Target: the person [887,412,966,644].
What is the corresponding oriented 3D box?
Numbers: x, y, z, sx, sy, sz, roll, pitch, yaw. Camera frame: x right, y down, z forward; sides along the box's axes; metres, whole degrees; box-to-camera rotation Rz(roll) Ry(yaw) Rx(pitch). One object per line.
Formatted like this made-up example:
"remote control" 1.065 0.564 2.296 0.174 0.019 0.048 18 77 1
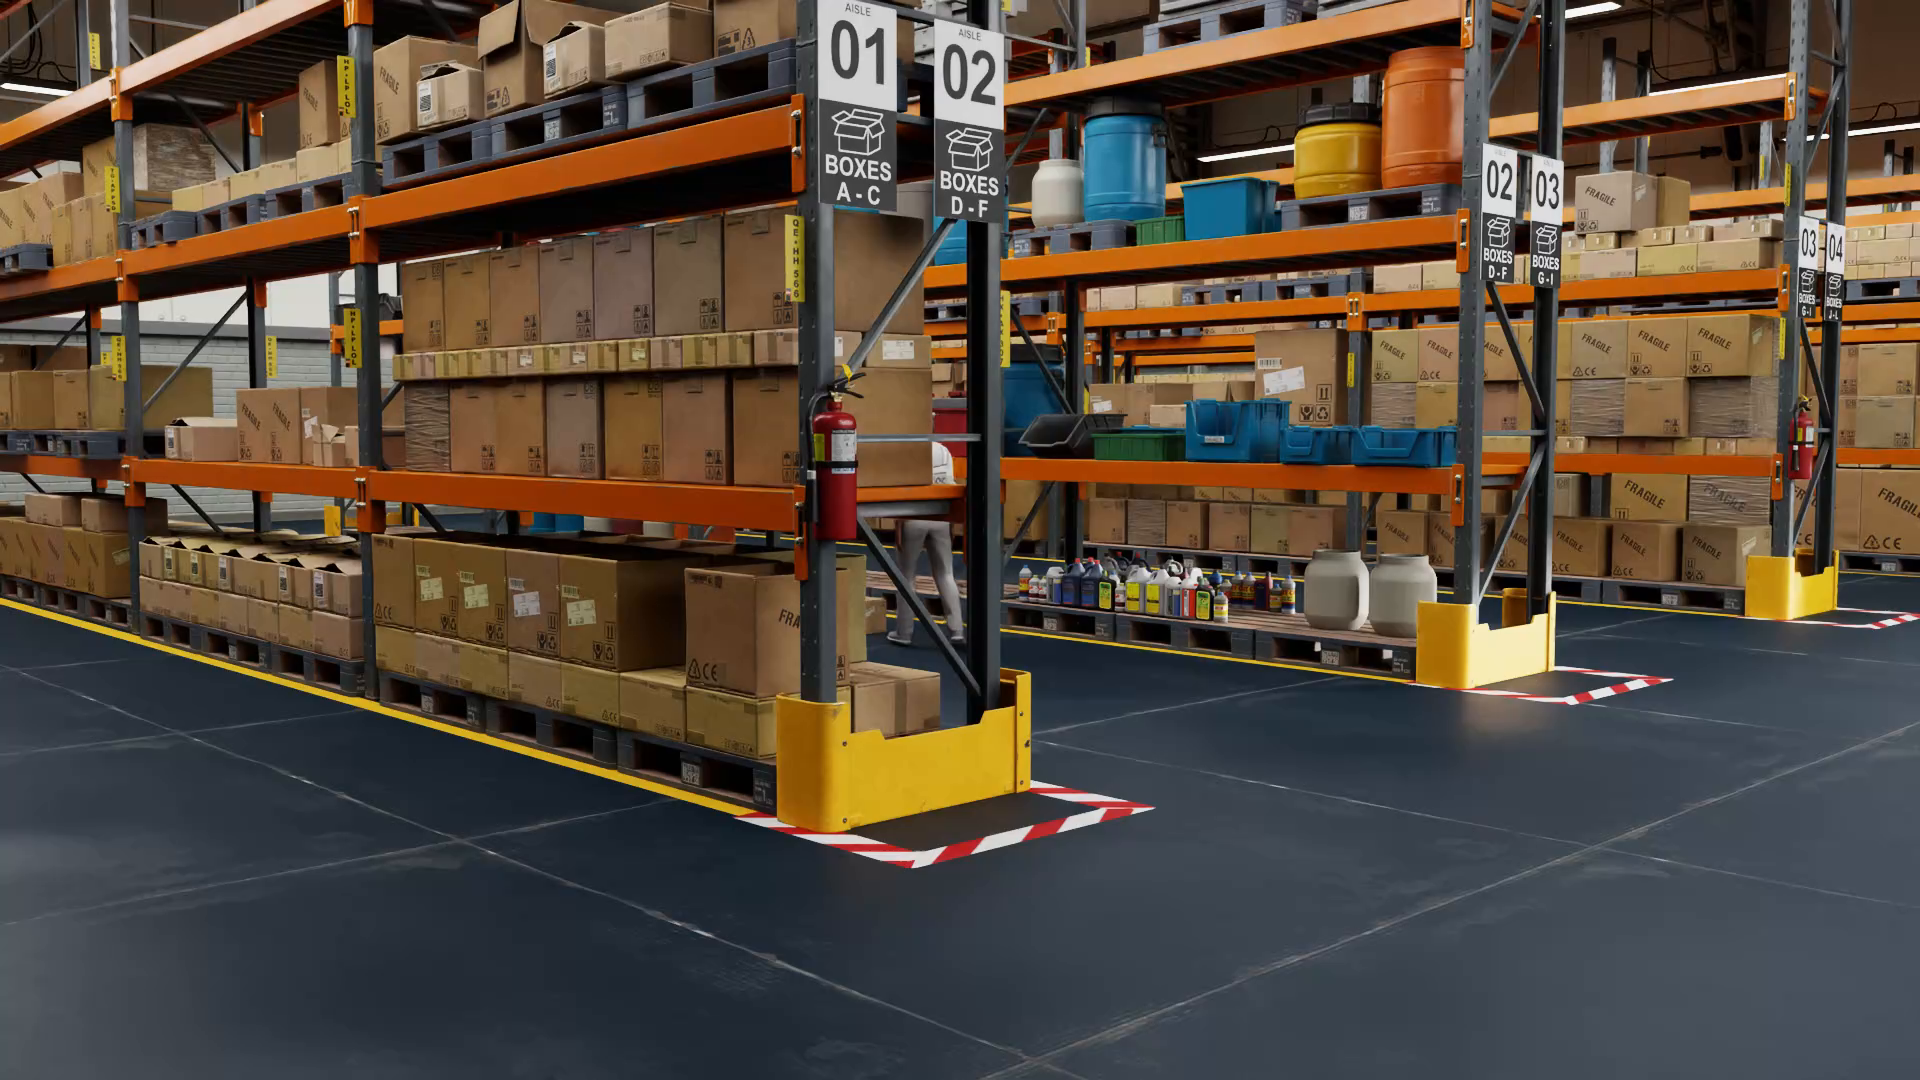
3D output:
"person" -0.240 -0.086 11.683 0.484 1.653 0.649 -2 4 -25
